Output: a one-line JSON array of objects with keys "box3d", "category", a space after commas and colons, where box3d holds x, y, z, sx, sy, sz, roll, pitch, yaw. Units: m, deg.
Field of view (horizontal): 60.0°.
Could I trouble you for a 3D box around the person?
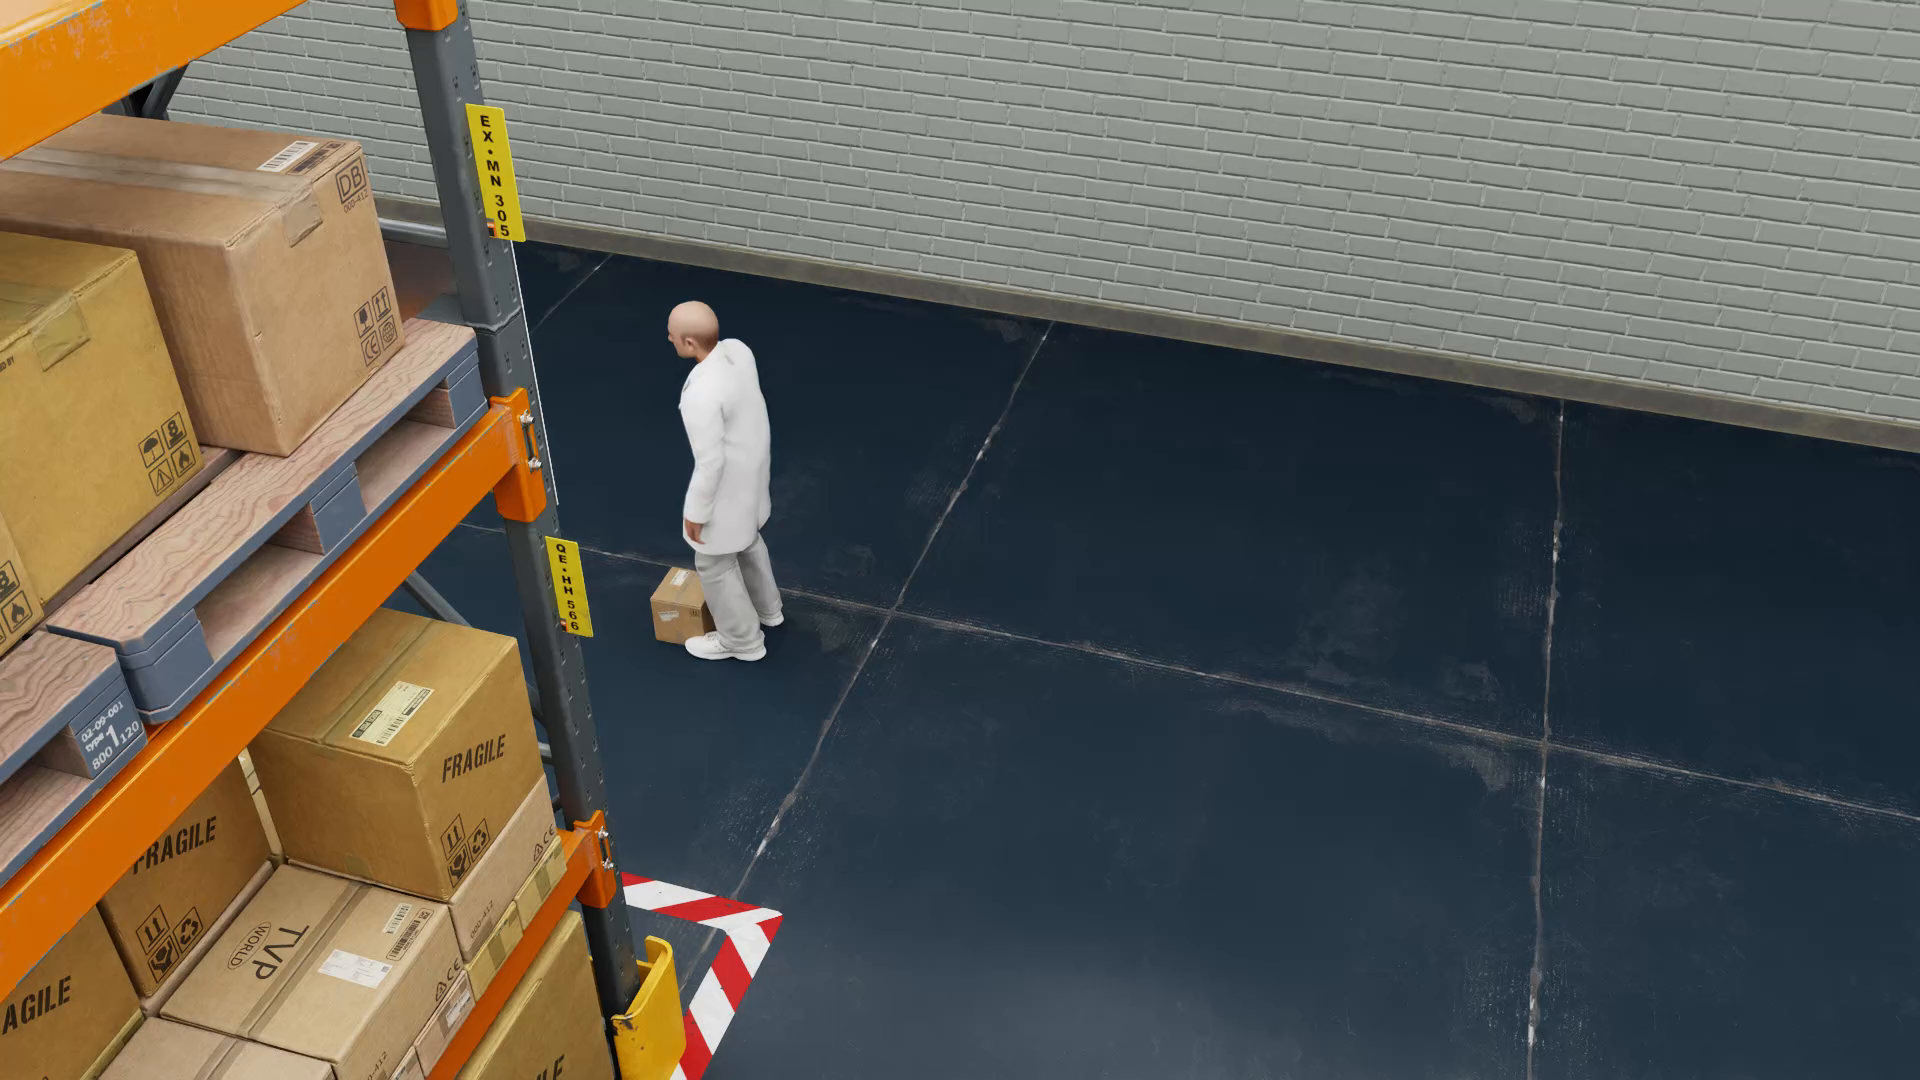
[{"box3d": [-1.032, -0.246, 7.237, 0.421, 1.774, 0.654, 9, 37, 11], "category": "person"}]
